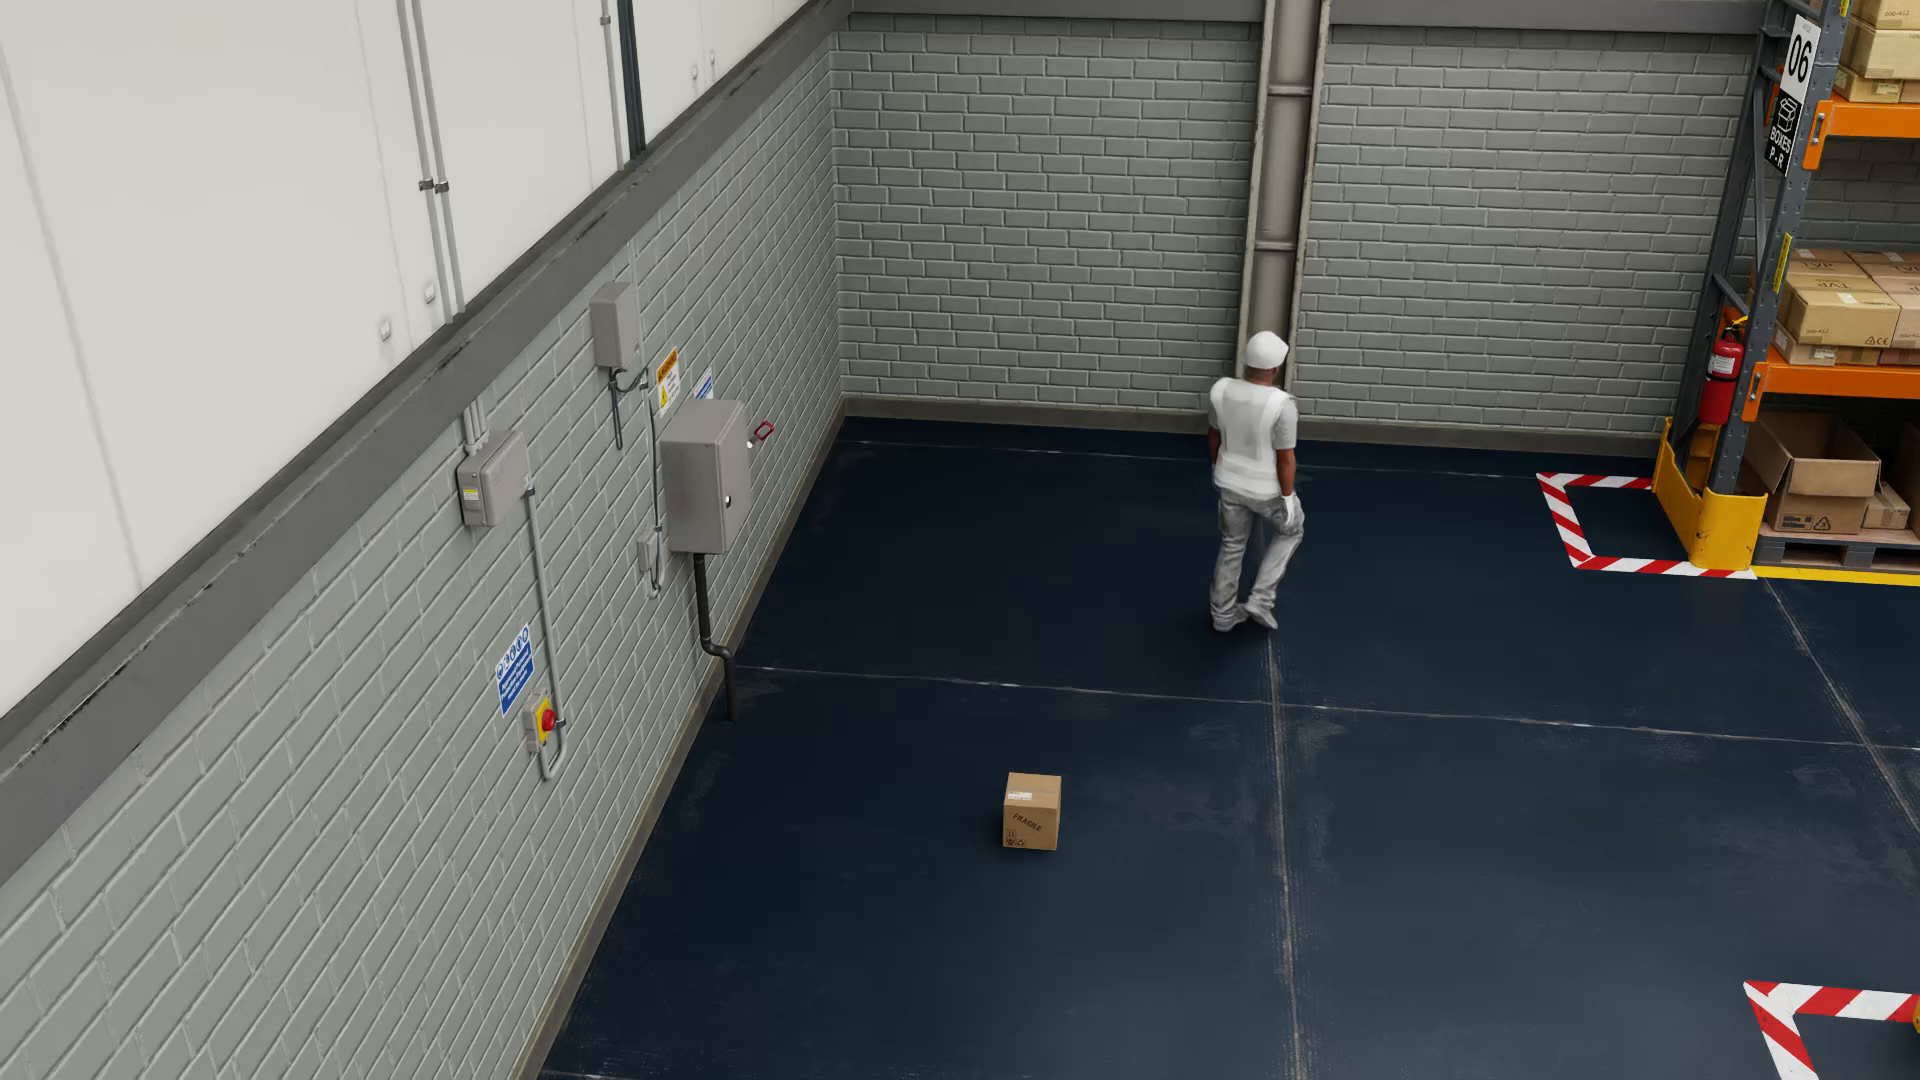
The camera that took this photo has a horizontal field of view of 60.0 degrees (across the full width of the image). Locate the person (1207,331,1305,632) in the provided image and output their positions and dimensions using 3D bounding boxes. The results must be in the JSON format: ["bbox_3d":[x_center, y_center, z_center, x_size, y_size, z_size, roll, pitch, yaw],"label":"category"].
[{"bbox_3d":[1.639,-0.317,9.167,0.592,1.808,0.455,21,34,34],"label":"person"}]
